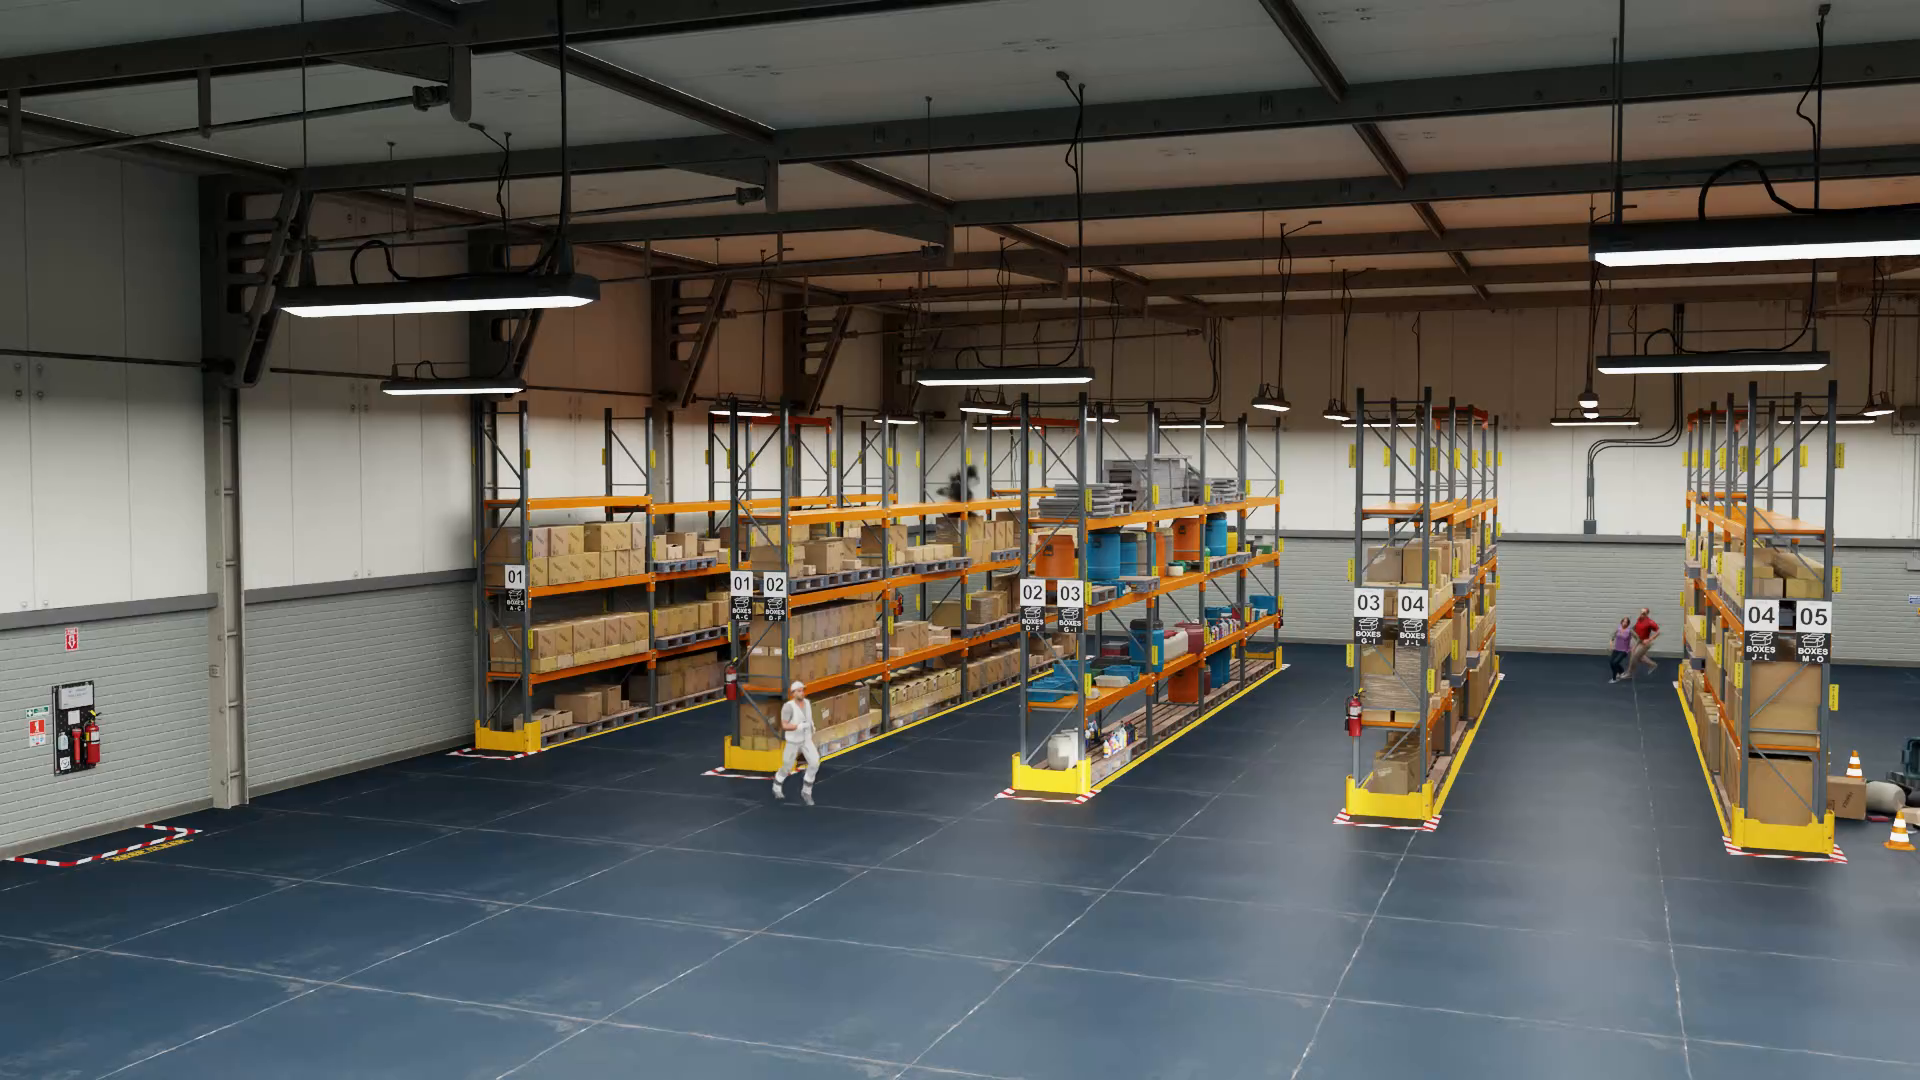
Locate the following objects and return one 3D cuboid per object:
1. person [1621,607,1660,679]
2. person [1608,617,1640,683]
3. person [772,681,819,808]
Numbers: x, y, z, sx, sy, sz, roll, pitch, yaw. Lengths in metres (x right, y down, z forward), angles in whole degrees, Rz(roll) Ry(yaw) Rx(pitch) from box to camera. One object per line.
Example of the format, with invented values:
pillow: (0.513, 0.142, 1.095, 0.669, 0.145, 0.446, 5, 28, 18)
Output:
person: (15.556, 2.346, 37.743, 0.910, 1.652, 0.730, 0, 3, -9)
person: (14.737, 2.461, 37.027, 0.491, 1.512, 0.657, -2, 3, -36)
person: (-2.343, 2.937, 24.061, 0.676, 1.817, 0.907, -2, 4, -39)
